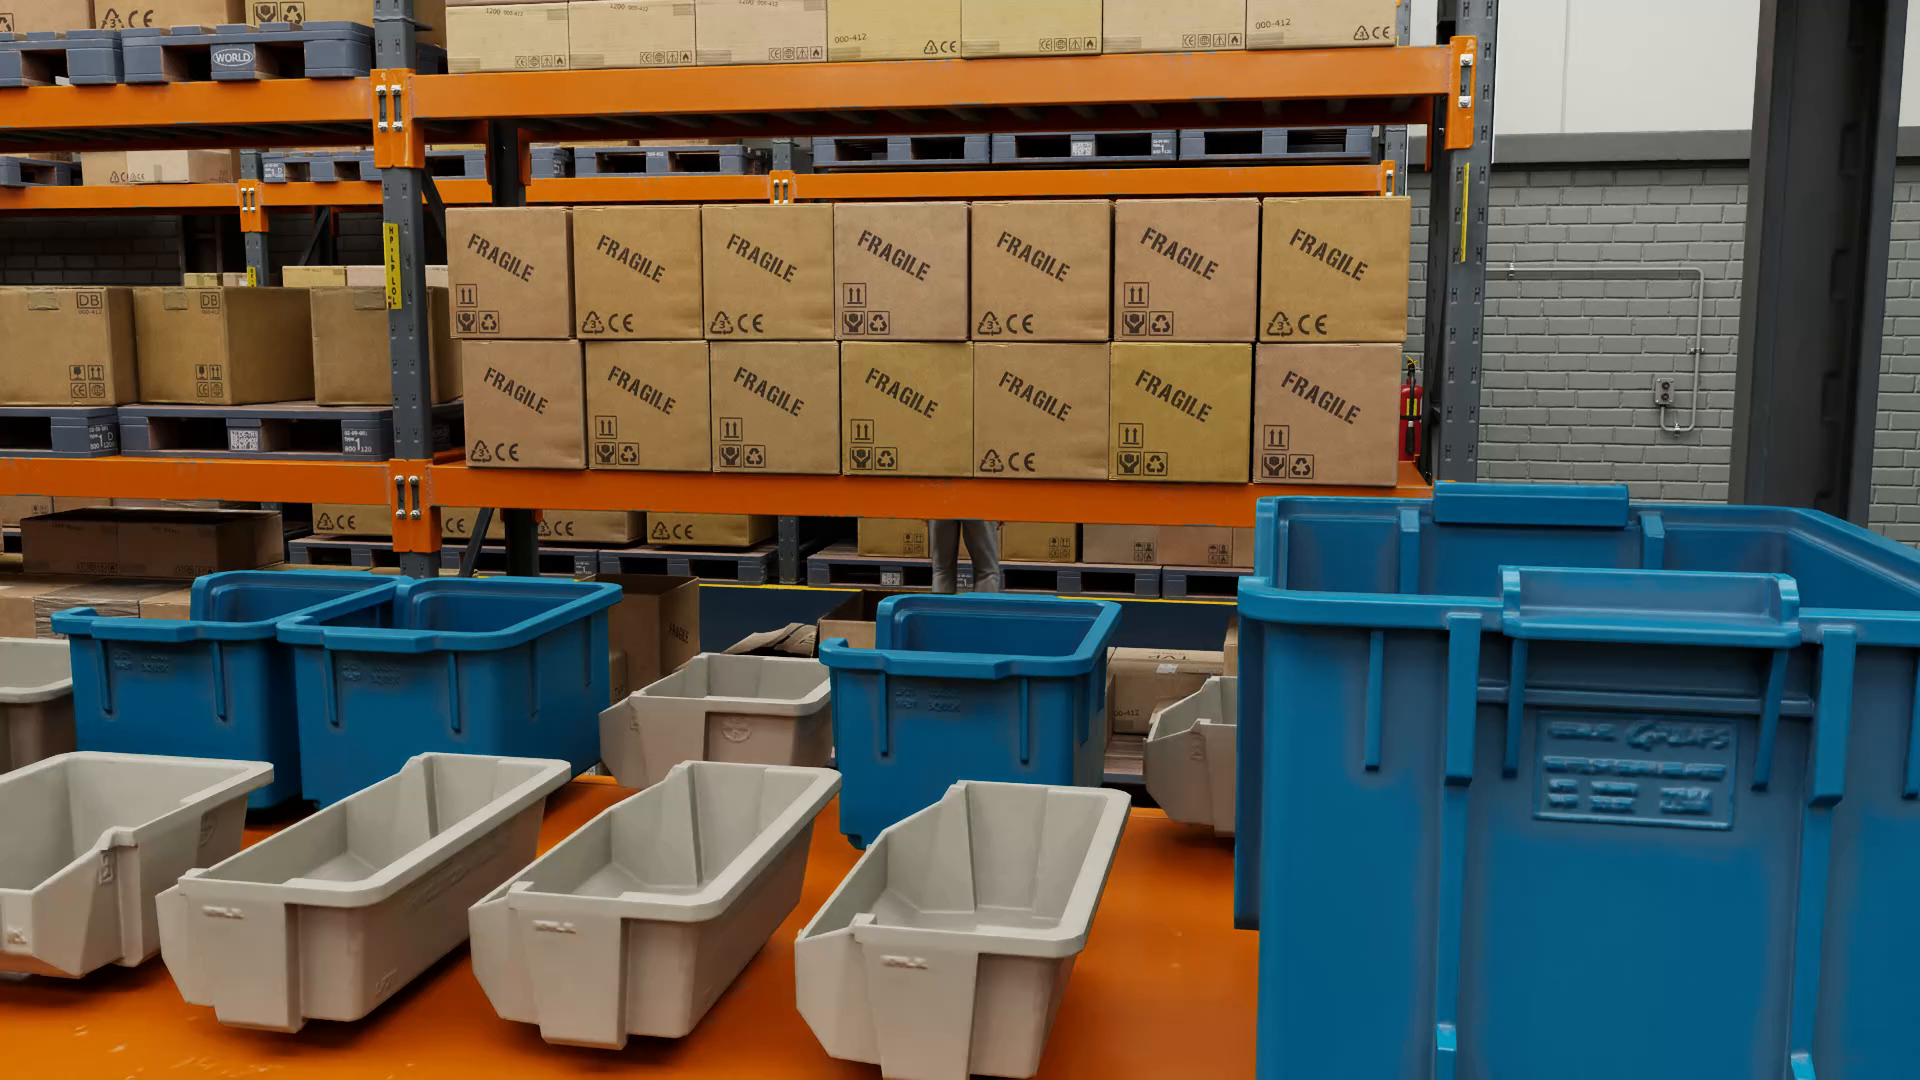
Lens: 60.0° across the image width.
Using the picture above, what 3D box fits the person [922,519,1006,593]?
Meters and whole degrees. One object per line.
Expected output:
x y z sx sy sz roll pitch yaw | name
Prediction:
0.014 -0.169 9.020 0.486 1.673 0.357 2 8 12 | person
